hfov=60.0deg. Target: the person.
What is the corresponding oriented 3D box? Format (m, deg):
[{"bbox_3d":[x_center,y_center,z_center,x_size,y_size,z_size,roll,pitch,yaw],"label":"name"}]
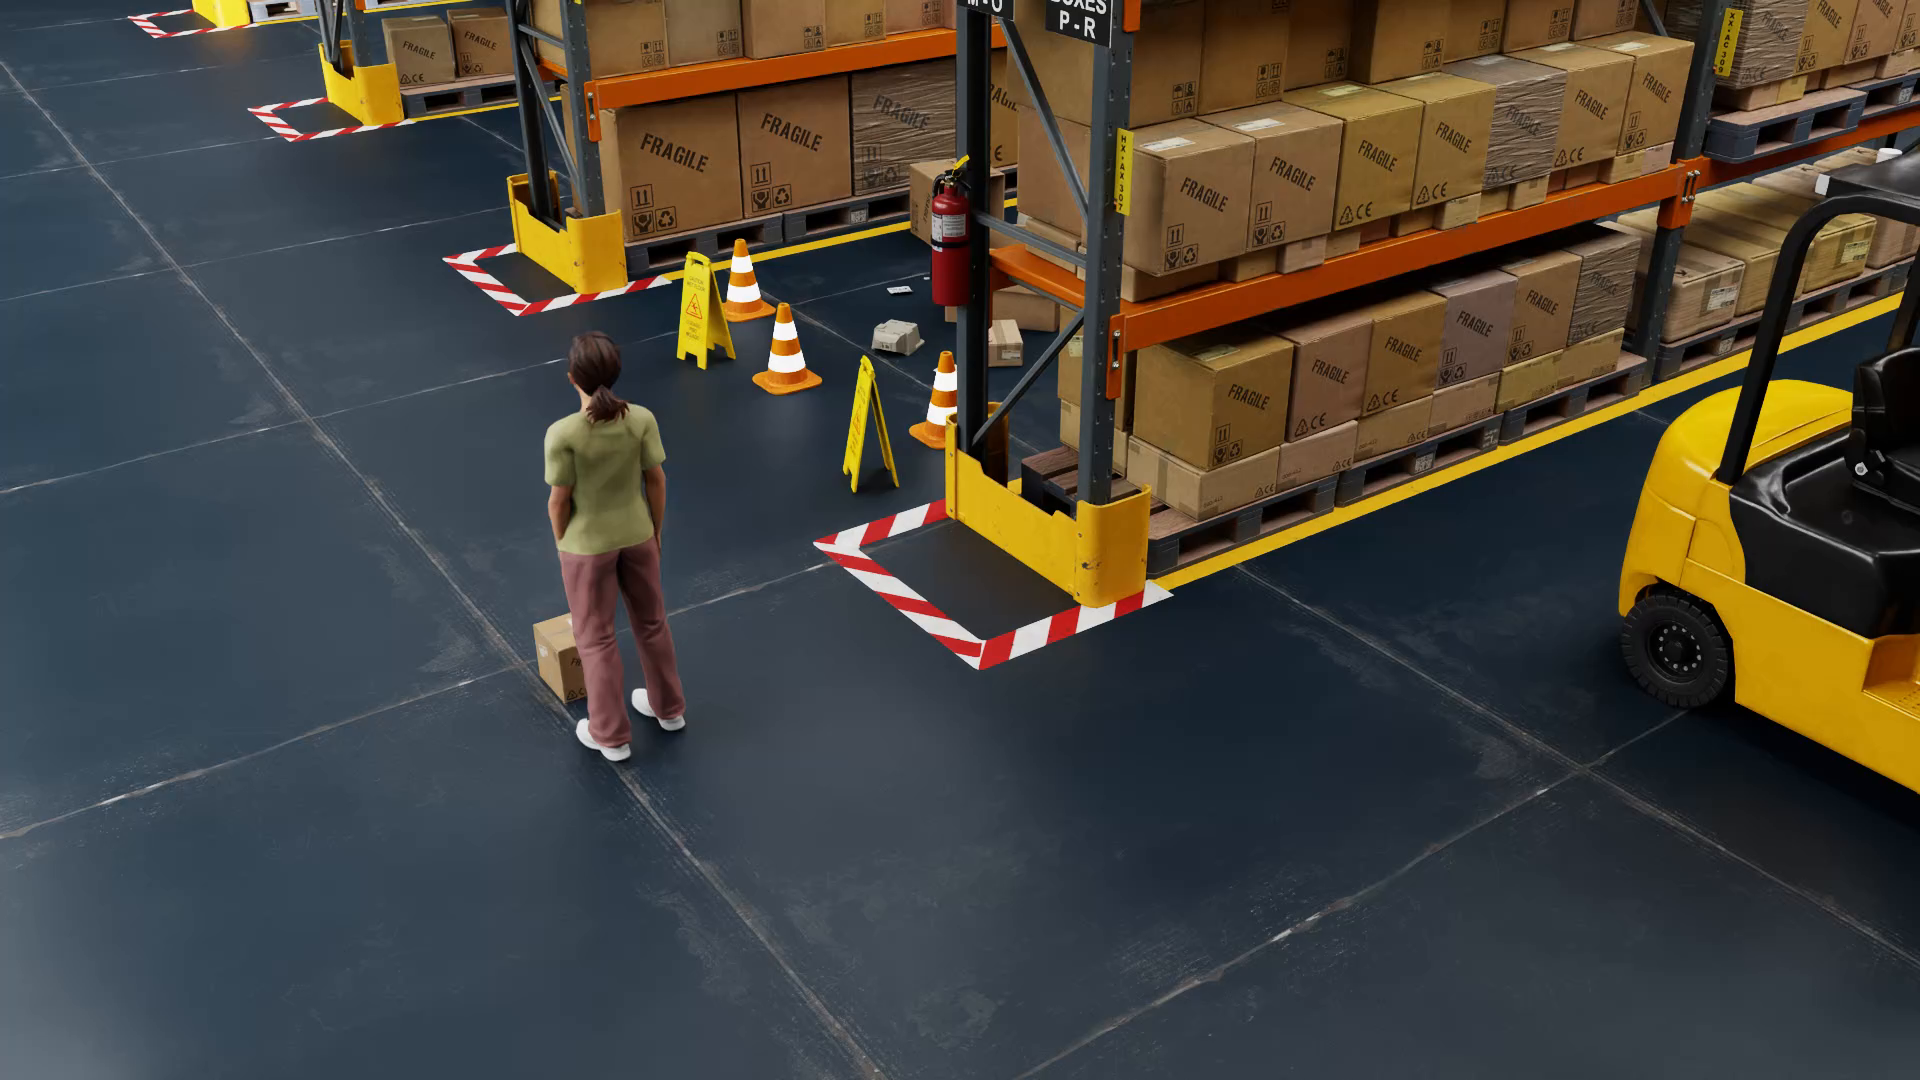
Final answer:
[{"bbox_3d":[-1.283,0.019,6.074,0.444,1.673,0.409,-18,34,-30],"label":"person"}]
